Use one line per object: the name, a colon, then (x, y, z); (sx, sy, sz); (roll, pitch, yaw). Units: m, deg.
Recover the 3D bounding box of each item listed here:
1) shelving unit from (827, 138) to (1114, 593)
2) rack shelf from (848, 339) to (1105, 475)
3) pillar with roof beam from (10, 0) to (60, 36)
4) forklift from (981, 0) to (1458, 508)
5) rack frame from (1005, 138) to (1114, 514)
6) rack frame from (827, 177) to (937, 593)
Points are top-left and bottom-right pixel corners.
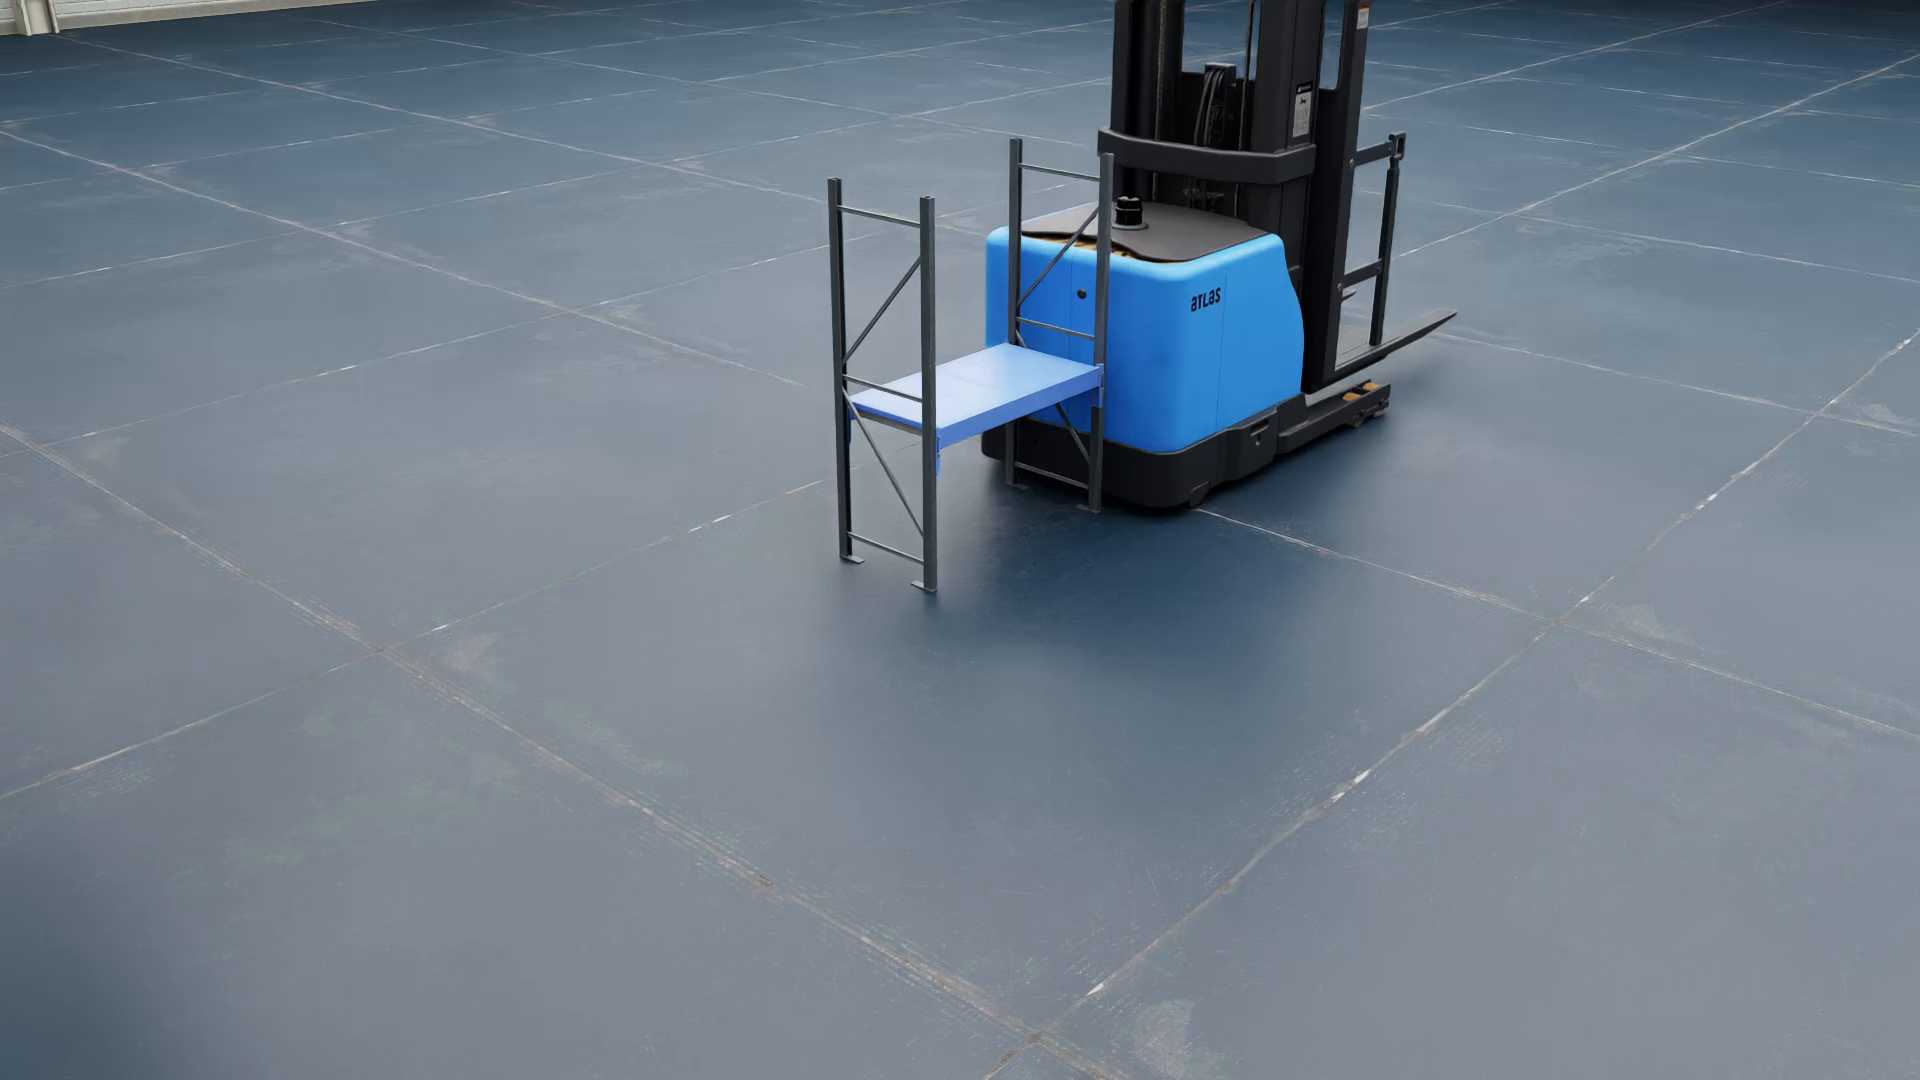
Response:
shelving unit: (0.057, -0.710, 6.501); (0.538, 1.500, 1.048); (20, 31, 38)
rack shelf: (0.057, -0.546, 6.575); (0.538, 0.185, 1.000); (20, 31, 38)
pillar with roof beam: (-8.484, -9.365, 16.638); (9.100, 9.000, 0.400); (20, 31, 38)
forklift: (1.440, -1.994, 7.614); (1.130, 2.935, 3.031); (20, 31, 37)
rack frame: (0.396, -0.865, 6.847); (0.500, 1.500, 0.032); (20, 31, 38)
rack frame: (-0.282, -0.555, 6.156); (0.500, 1.500, 0.032); (20, 31, 38)
